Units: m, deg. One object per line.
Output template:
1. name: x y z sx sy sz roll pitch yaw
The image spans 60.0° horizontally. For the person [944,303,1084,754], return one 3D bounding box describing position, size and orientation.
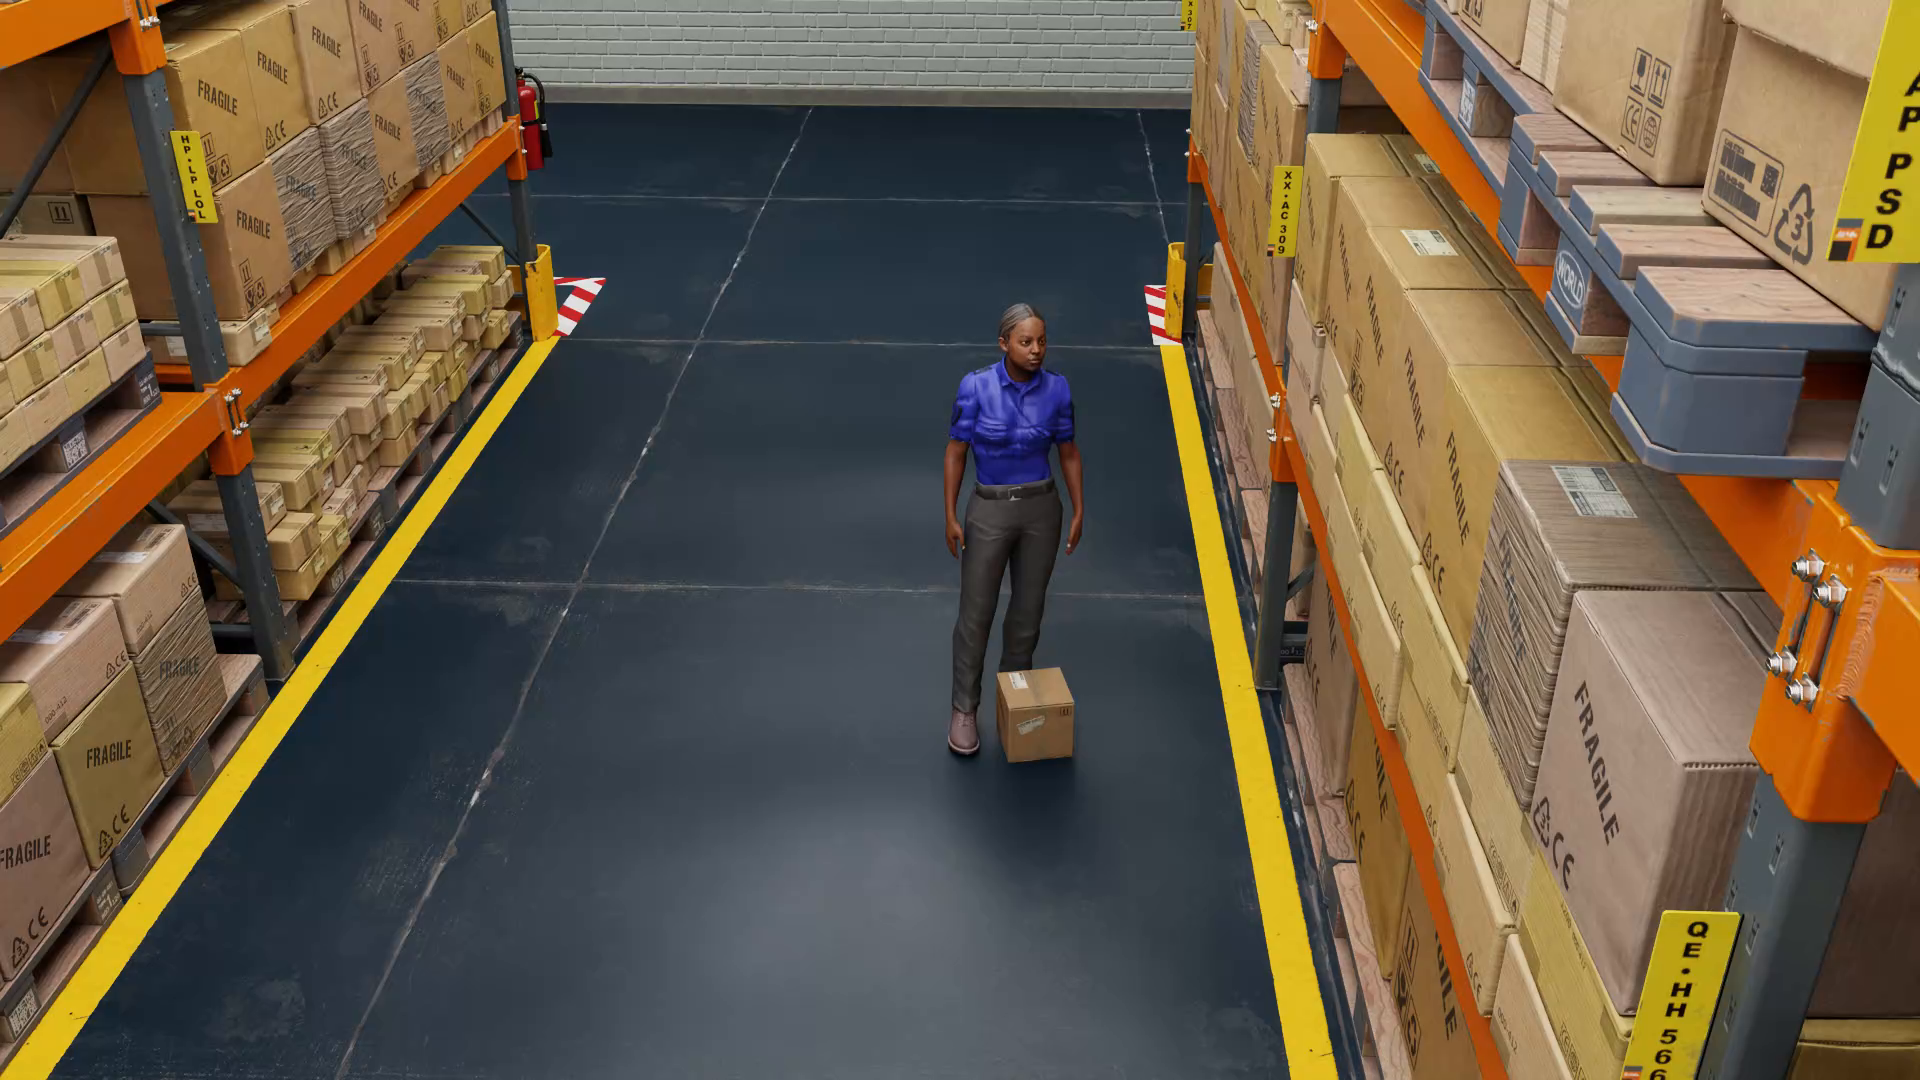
1. person: 0.192 -0.039 6.184 0.550 1.656 0.503 -6 29 -10
